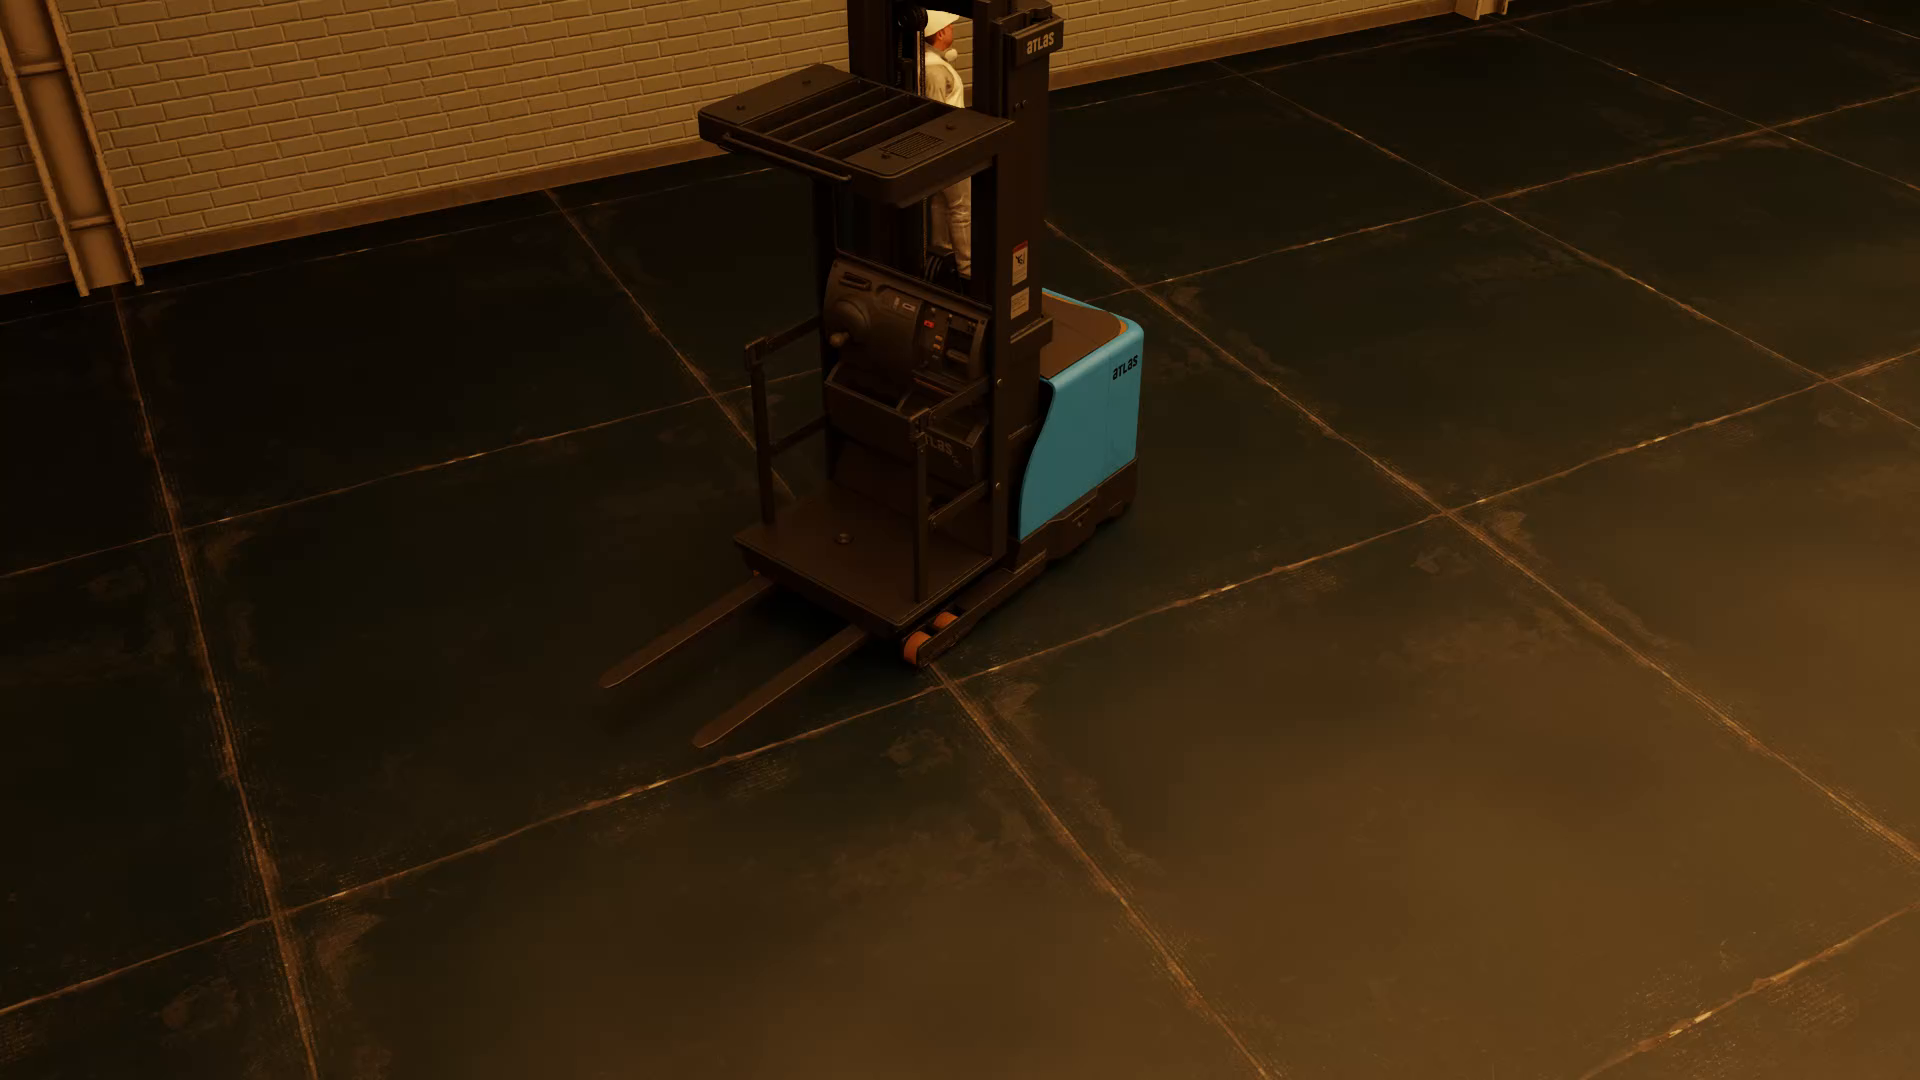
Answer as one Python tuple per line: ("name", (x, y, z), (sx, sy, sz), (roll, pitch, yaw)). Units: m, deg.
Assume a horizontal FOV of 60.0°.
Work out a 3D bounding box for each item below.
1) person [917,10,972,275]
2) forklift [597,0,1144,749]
("person", (-0.029, -2.580, 10.763), (0.566, 1.776, 0.633), (-7, 36, -9))
("forklift", (-0.390, -0.927, 7.434), (1.130, 2.935, 3.031), (26, 43, 31))
